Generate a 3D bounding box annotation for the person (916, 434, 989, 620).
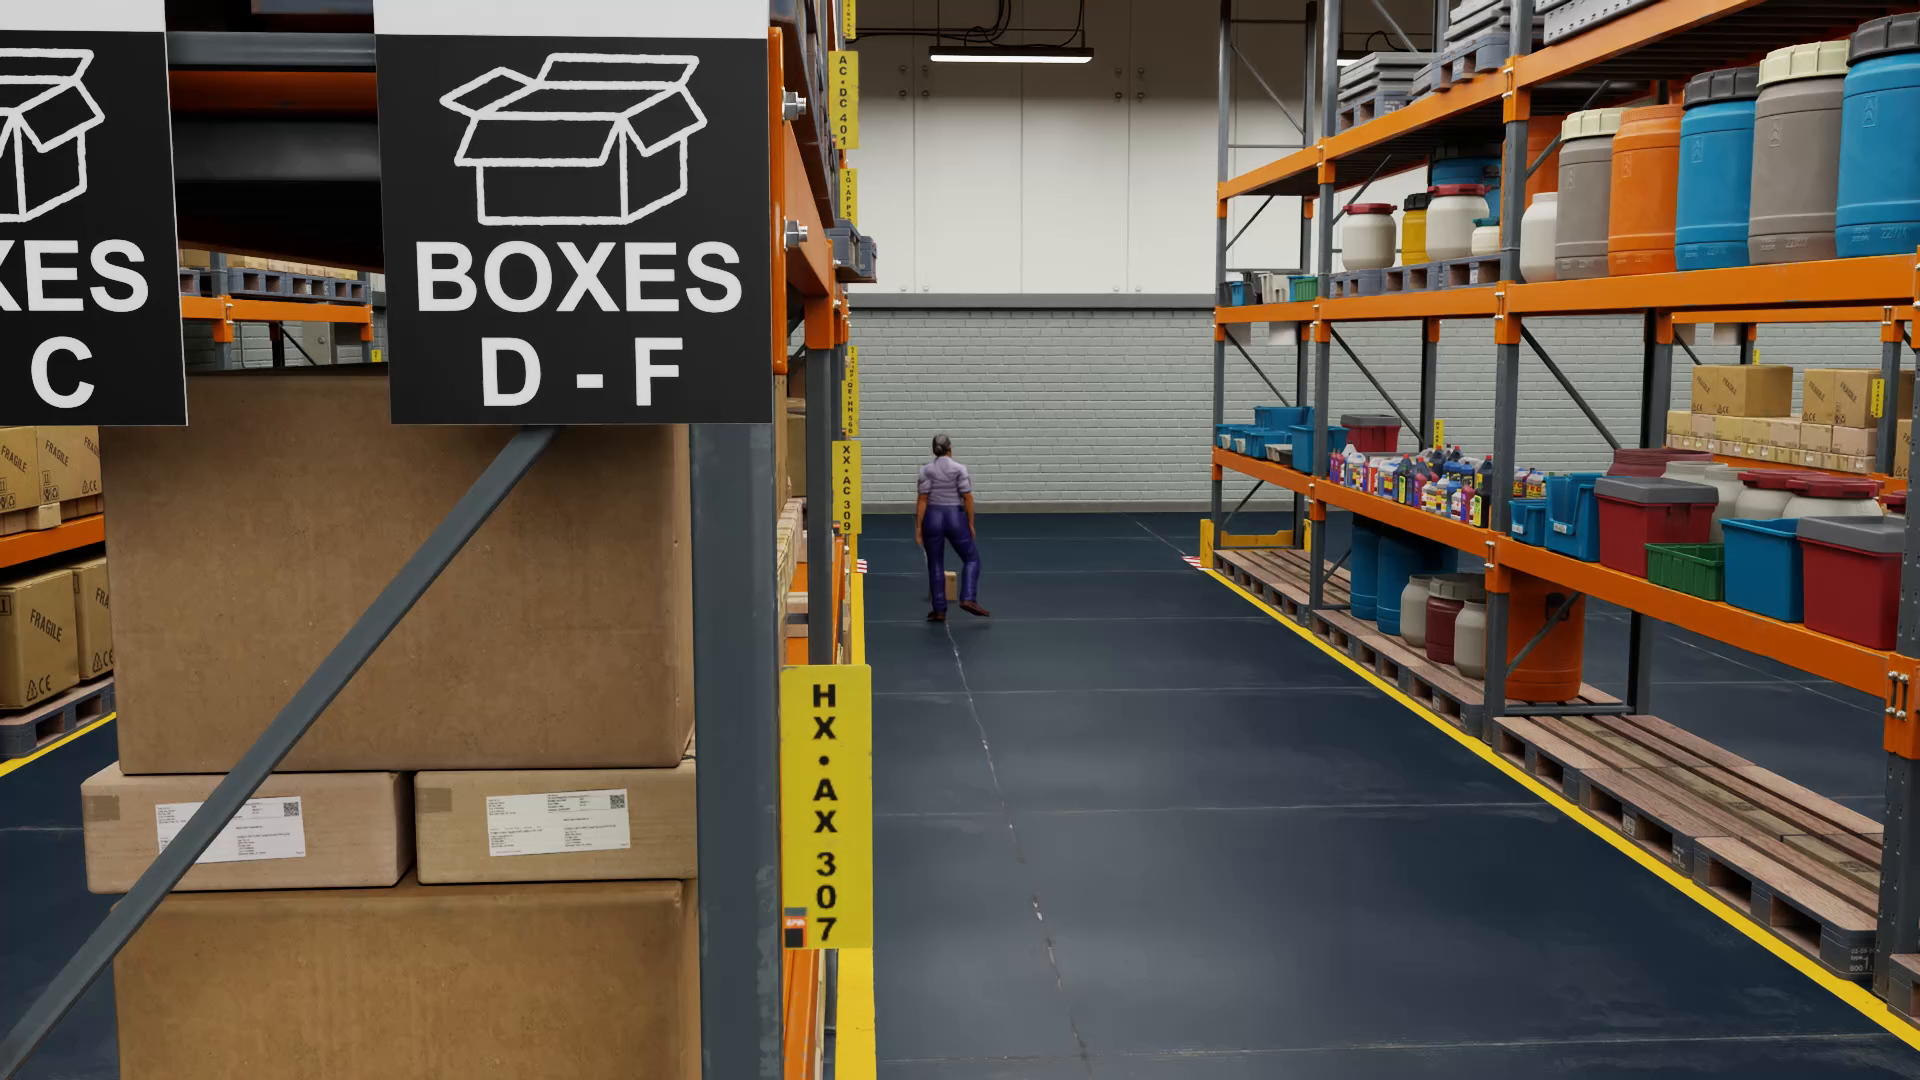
[{"bbox_3d":[-0.062,-0.104,14.604,0.650,1.636,0.504,0,7,4],"label":"person"}]
